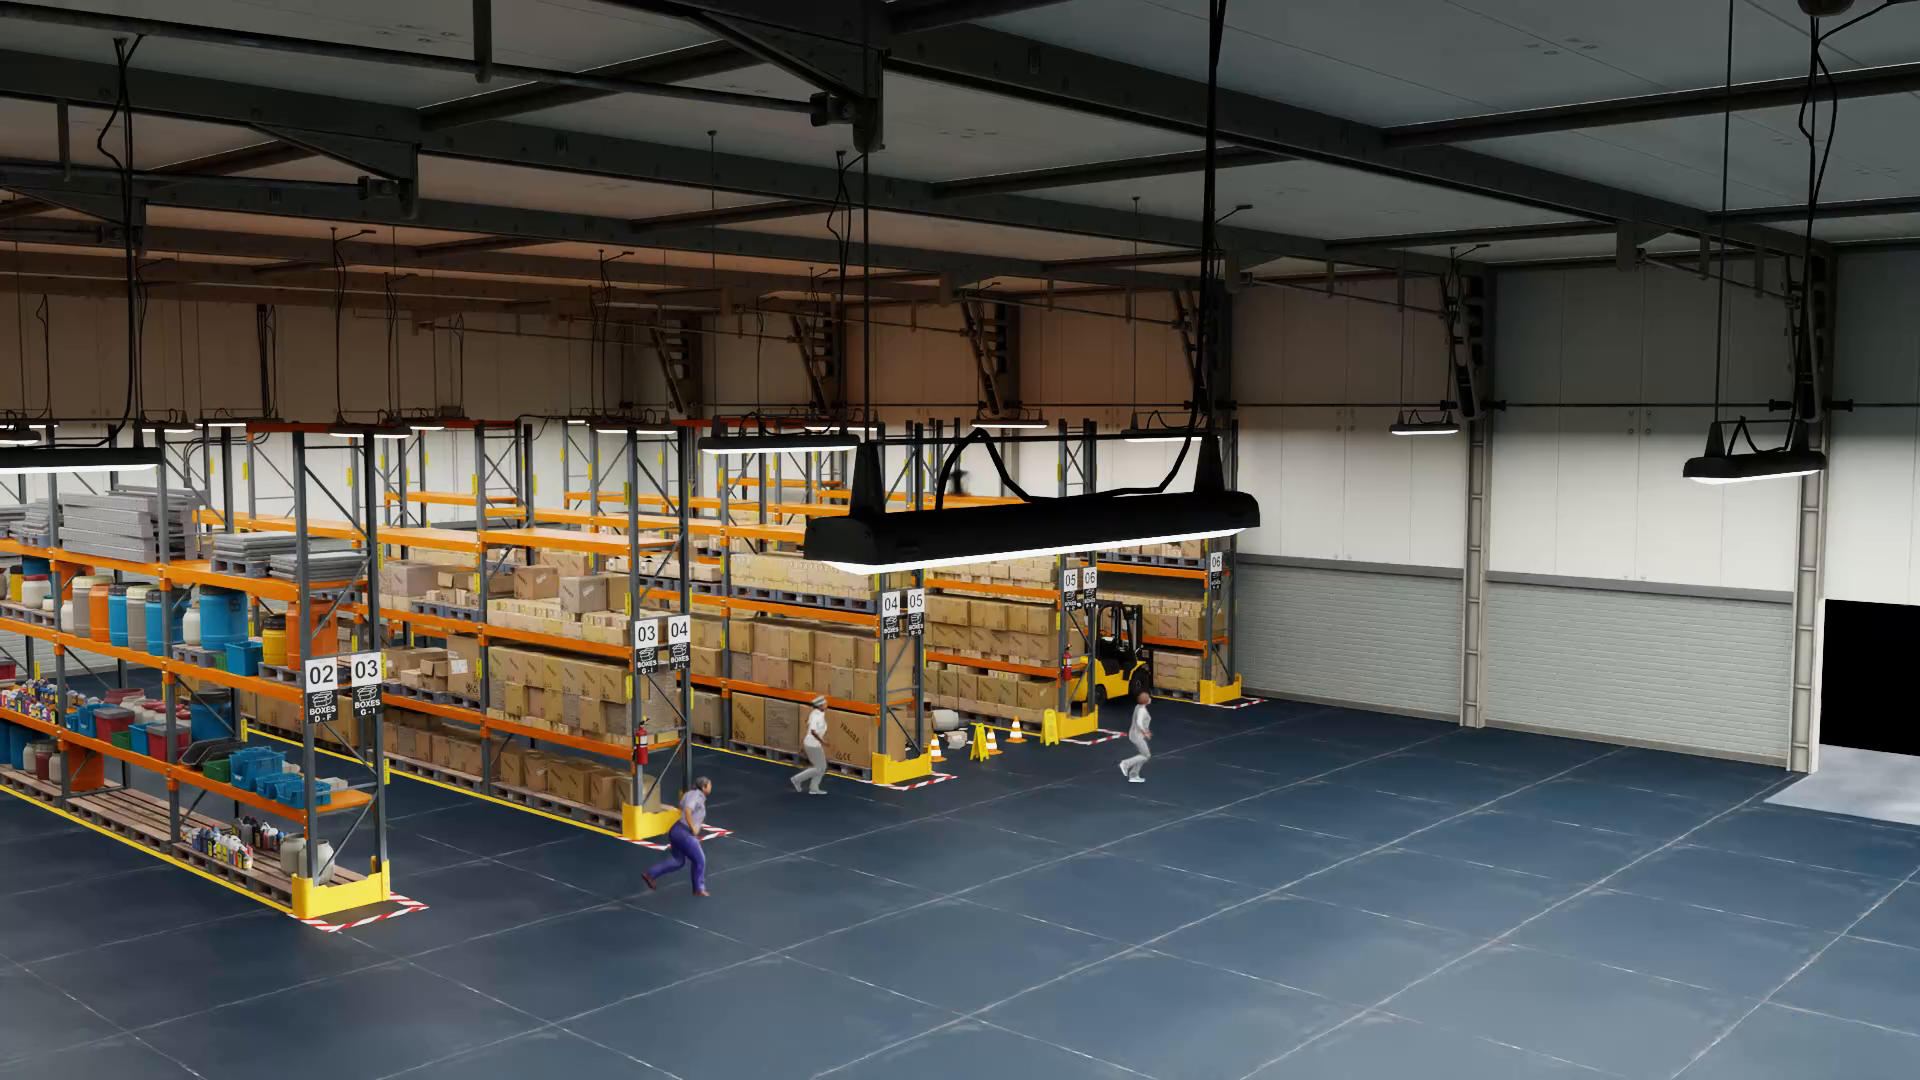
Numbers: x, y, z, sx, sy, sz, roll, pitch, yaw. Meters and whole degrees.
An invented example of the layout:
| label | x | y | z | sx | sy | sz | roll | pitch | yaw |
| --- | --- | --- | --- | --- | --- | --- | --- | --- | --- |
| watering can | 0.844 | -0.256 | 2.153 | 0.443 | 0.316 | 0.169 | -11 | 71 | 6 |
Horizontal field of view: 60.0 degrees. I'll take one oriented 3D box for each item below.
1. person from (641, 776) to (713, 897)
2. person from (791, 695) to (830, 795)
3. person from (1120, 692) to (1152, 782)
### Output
| label | x | y | z | sx | sy | sz | roll | pitch | yaw |
| --- | --- | --- | --- | --- | --- | --- | --- | --- | --- |
| person | -3.612 | 3.835 | 21.242 | 0.924 | 1.613 | 0.623 | -1 | 5 | -16 |
| person | -2.419 | 3.327 | 26.947 | 0.646 | 1.641 | 0.572 | 0 | 5 | -4 |
| person | 2.954 | 3.304 | 27.809 | 0.583 | 1.526 | 0.536 | 0 | 5 | -4 |
